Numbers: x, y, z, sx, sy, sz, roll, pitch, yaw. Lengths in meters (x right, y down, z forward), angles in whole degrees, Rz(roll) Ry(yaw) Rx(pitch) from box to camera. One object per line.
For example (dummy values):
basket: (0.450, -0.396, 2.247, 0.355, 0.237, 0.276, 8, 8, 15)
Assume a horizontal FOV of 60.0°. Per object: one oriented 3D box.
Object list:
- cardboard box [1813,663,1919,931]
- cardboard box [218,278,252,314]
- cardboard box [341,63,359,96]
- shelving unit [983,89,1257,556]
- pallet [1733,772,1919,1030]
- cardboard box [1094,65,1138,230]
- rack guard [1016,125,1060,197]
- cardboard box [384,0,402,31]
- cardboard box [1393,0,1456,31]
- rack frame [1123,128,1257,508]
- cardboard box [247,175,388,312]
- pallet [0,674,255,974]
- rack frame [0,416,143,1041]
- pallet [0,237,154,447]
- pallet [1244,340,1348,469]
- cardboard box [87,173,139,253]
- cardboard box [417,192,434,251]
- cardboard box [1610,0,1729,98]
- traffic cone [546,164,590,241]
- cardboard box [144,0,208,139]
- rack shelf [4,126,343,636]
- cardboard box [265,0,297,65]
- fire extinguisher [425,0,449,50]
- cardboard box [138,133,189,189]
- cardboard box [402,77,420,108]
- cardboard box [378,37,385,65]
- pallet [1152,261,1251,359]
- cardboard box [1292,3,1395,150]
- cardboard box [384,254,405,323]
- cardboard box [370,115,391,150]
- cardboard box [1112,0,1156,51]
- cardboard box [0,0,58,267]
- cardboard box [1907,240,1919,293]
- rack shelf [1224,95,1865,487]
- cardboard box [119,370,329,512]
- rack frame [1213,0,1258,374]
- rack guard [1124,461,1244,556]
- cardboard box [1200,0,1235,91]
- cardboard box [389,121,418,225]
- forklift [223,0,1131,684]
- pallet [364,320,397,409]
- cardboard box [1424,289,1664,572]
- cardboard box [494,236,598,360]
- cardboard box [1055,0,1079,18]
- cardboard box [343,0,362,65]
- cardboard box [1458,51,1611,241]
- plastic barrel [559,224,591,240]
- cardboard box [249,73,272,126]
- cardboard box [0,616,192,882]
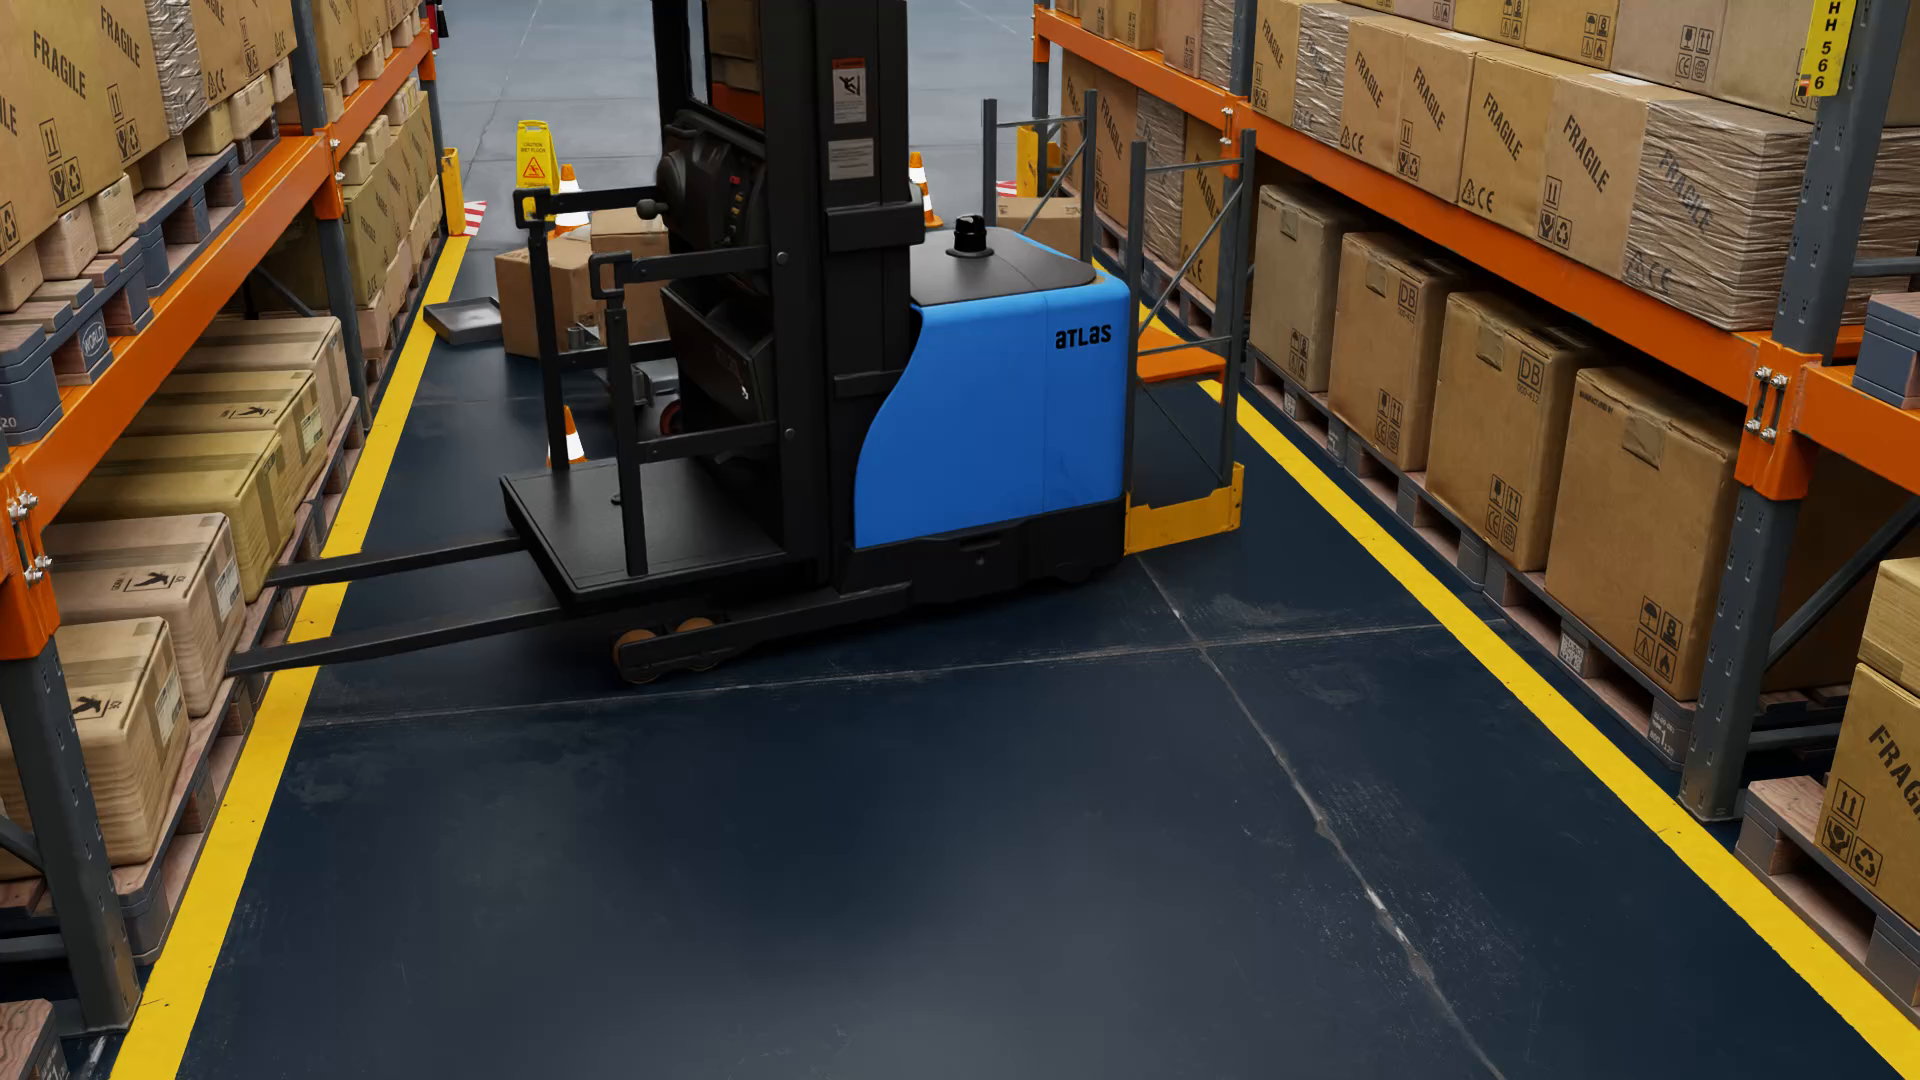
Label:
cardboard box: (2.362, 0.585, 3.761, 0.500, 0.500, 0.500, -5, 24, -12)
cardboard box: (-3.477, -1.321, 7.501, 0.500, 0.500, 0.500, -5, 24, -10)
cardboard box: (-3.035, -2.162, 7.767, 0.380, 0.149, 0.250, -4, 24, -8)
shelving unit: (0.563, -0.866, 6.359, 0.587, 1.500, 1.083, -12, 26, -26)
pallet: (2.625, 0.920, 3.879, 1.003, 0.211, 1.213, -4, 24, -10)
cardboard box: (1.358, -2.423, 10.179, 0.875, 0.875, 0.875, -5, 24, -11)
rack guard: (0.998, -2.676, 11.752, 1.175, 0.500, 0.348, -4, 24, -10)
cardboard box: (-3.295, -3.000, 8.875, 0.500, 0.500, 0.500, -4, 24, -10)
cardboard box: (2.030, -2.147, 6.043, 0.700, 0.500, 0.500, -4, 24, -9)
rack frame: (0.800, -0.690, 5.957, 0.500, 1.500, 0.032, -12, 26, -26)
cardboard box: (-2.948, -1.360, 7.591, 0.500, 0.500, 0.500, -3, 24, -7)
pallet: (-2.507, 0.711, 4.357, 1.003, 0.211, 1.213, -4, 24, -10)
rack frame: (-2.364, -0.259, 3.095, 1.000, 3.000, 0.127, -4, 24, -10)
pallet: (-2.601, -0.443, 3.757, 1.213, 0.211, 1.003, -4, 24, -10)
pallet: (1.959, -0.663, 7.503, 1.003, 0.211, 1.213, -4, 24, -10)
cardboard box: (-2.297, -0.812, 4.151, 0.380, 0.149, 0.250, -4, 24, -9)
cardboard box: (-3.342, -1.836, 9.616, 0.500, 0.250, 0.500, -4, 24, -10)
cardboard box: (2.314, -1.545, 4.666, 0.700, 0.500, 0.500, -5, 24, -11)
traffic cone: (-2.496, -2.169, 10.639, 0.336, 0.463, 0.334, -4, 24, -10)
cardboard box: (-2.513, -1.438, 4.773, 0.500, 0.500, 0.500, -5, 24, -12)
rack shelf: (-2.734, -0.716, 5.040, 1.077, 0.370, 4.000, -4, 24, -10)
cardboard box: (-2.793, -2.042, 6.157, 0.500, 0.500, 0.500, -5, 24, -11)
fire extinguisher: (-3.412, -3.449, 10.497, 0.296, 0.674, 0.183, -4, 24, -10)
cardboard box: (-2.493, -1.117, 4.849, 0.380, 0.149, 0.250, -4, 24, -8)
cardboard box: (-3.305, -2.544, 9.490, 0.380, 0.149, 0.250, -4, 24, -8)
cardboard box: (-3.148, -2.466, 8.462, 0.380, 0.149, 0.250, -4, 24, -10)
pallet: (1.678, -1.265, 8.884, 1.003, 0.211, 1.213, -4, 24, -10)
cardboard box: (1.669, -1.859, 6.634, 0.500, 0.500, 0.500, -4, 24, -9)
cardboard box: (-3.057, -1.226, 8.220, 0.500, 0.250, 0.500, -3, 24, -7)
cardboard box: (-3.061, -2.019, 8.288, 0.380, 0.149, 0.250, -3, 24, -7)
cardboard box: (1.358, -3.088, 9.386, 0.875, 0.550, 0.500, -4, 24, -10)
cardboard box: (-2.220, -0.828, 3.376, 0.500, 0.500, 0.500, -5, 24, -11)
cardboard box: (2.664, -0.907, 4.455, 0.500, 0.500, 0.500, -4, 24, -9)
rack shelf: (2.112, -1.122, 5.970, 1.077, 0.370, 4.000, -4, 24, -10)
cardboard box: (-2.868, -0.332, 6.021, 0.950, 0.372, 0.625, -3, 24, -6)
rack frame: (1.742, -2.238, 7.627, 1.000, 3.000, 0.127, -4, 24, -10)
rack guard: (0.799, -0.118, 6.208, 0.587, 0.250, 0.087, -12, 26, -26)
cardboard box: (1.662, -2.451, 7.928, 0.875, 0.550, 0.550, -4, 24, -10)
cardboard box: (-3.253, -1.982, 9.014, 0.500, 0.500, 0.500, -5, 24, -11)
forklift: (-0.969, -1.133, 5.182, 3.031, 2.935, 1.130, -11, 26, -24)
pallet: (-3.263, -0.816, 7.854, 1.003, 0.211, 1.213, -4, 24, -10)
cardboard box: (2.293, -0.416, 5.742, 1.050, 0.750, 0.750, -4, 24, -9)
cardboard box: (-1.965, -1.210, 8.393, 0.500, 0.500, 0.500, 13, 27, 27)
cardboard box: (1.116, -3.738, 10.873, 0.875, 0.550, 0.550, -4, 24, -10)
cardboard box: (-3.027, -2.404, 7.510, 0.500, 0.500, 0.500, -4, 24, -10)
cardboard box: (1.951, -1.261, 5.265, 0.500, 0.500, 0.500, -5, 24, -11)
plastic barrel: (-1.974, -1.525, 9.212, 0.512, 0.421, 0.421, 13, 27, 27)
cardboard box: (-2.623, -1.524, 5.780, 0.380, 0.149, 0.250, -5, 24, -11)
cardboard box: (-2.459, 0.530, 4.048, 0.950, 0.372, 0.625, -6, 24, -13)
